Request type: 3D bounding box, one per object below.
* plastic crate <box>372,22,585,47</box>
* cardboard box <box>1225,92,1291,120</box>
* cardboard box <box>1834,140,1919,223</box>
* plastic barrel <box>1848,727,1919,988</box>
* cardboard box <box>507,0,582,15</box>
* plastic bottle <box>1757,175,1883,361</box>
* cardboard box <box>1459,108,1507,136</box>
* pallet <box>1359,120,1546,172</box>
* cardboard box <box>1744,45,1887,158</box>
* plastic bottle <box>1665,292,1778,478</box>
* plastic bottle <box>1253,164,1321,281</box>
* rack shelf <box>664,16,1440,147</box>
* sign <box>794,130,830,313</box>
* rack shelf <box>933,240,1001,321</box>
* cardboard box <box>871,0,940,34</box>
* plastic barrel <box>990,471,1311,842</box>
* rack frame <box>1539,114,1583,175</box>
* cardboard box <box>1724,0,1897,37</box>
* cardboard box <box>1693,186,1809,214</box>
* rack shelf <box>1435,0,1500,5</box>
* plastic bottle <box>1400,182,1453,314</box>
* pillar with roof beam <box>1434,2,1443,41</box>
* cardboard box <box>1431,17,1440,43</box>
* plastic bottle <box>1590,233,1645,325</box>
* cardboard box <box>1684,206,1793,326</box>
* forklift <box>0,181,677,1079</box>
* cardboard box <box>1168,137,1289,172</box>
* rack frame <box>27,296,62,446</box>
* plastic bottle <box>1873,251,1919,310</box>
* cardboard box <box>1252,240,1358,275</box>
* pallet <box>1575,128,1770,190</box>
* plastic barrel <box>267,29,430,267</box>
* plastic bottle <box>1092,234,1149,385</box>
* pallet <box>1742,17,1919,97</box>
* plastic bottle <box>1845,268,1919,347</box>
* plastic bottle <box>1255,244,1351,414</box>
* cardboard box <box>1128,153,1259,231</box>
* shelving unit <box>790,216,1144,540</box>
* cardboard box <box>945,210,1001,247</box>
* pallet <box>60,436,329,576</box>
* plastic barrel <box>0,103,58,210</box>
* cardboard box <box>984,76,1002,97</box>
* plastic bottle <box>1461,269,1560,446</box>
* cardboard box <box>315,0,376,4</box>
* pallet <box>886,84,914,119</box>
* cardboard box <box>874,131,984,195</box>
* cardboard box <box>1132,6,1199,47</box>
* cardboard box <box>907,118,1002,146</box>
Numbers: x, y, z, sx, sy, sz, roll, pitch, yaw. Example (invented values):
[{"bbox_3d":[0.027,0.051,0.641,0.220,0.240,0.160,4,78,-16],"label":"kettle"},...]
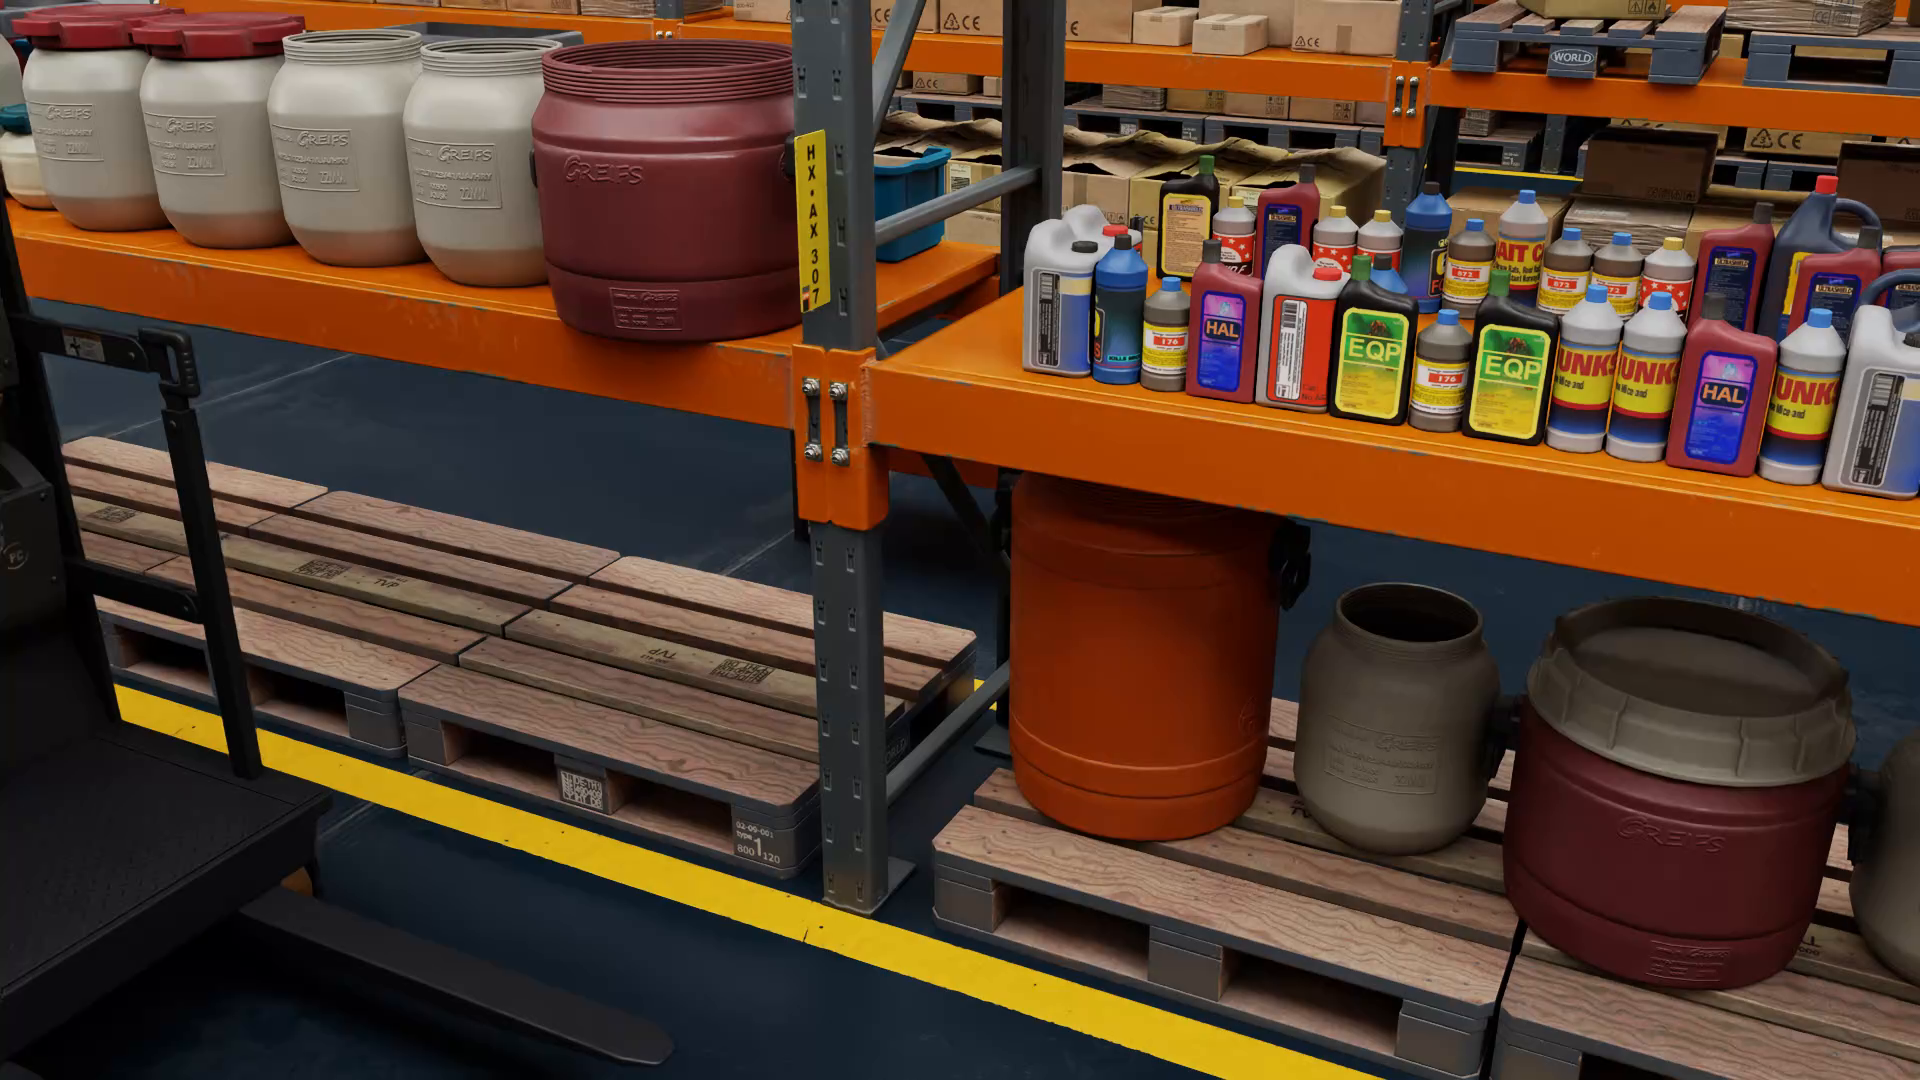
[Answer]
[{"bbox_3d":[-1.336,-1.133,4.500,0.583,0.464,0.402,11,25,25],"label":"plastic crate"},{"bbox_3d":[2.453,-3.628,13.079,0.500,0.500,0.700,12,26,25],"label":"cardboard box"},{"bbox_3d":[4.114,-1.567,7.276,0.500,0.250,0.500,11,25,24],"label":"cardboard box"},{"bbox_3d":[1.964,0.589,3.175,0.421,0.512,0.421,0,23,0],"label":"plastic barrel"},{"bbox_3d":[-2.236,-3.360,9.690,0.500,0.500,0.700,11,25,24],"label":"cardboard box"},{"bbox_3d":[1.664,-0.522,3.207,0.185,0.351,0.144,11,25,25],"label":"plastic bottle"},{"bbox_3d":[3.772,-3.332,12.385,0.500,0.500,0.700,12,26,25],"label":"cardboard box"},{"bbox_3d":[3.741,-3.027,12.597,1.213,0.211,1.003,11,25,25],"label":"pallet"},{"bbox_3d":[5.814,-3.043,11.282,0.750,0.750,0.750,11,25,24],"label":"cardboard box"},{"bbox_3d":[1.219,-0.248,2.650,0.133,0.283,0.061,11,25,25],"label":"plastic bottle"},{"bbox_3d":[0.727,-0.694,3.699,0.133,0.283,0.061,11,25,25],"label":"plastic bottle"},{"bbox_3d":[0.421,-2.463,8.627,4.000,0.370,1.077,11,25,25],"label":"rack shelf"},{"bbox_3d":[-0.274,-0.593,3.103,0.005,0.325,0.100,11,25,25],"label":"sign"},{"bbox_3d":[0.006,-0.786,5.413,1.000,0.278,0.538,11,25,25],"label":"rack shelf"},{"bbox_3d":[-0.216,-2.959,8.746,0.500,0.500,0.500,13,26,28],"label":"cardboard box"},{"bbox_3d":[0.412,0.175,3.743,0.708,0.830,0.600,11,25,25],"label":"plastic barrel"},{"bbox_3d":[4.438,-4.171,11.726,0.127,3.000,1.000,11,25,25],"label":"rack frame"},{"bbox_3d":[3.549,-2.380,6.849,0.500,0.500,0.700,17,28,34],"label":"cardboard box"},{"bbox_3d":[3.608,-1.318,7.649,0.500,0.500,0.500,10,25,23],"label":"cardboard box"},{"bbox_3d":[2.653,-4.194,12.697,4.000,0.370,1.077,11,25,25],"label":"rack shelf"},{"bbox_3d":[0.996,-0.628,3.558,0.097,0.271,0.097,0,23,0],"label":"plastic bottle"},{"bbox_3d":[1.725,-5.960,8.267,0.400,9.000,9.100,11,25,25],"label":"pillar with roof beam"},{"bbox_3d":[3.291,-3.800,12.526,0.500,0.250,0.500,12,26,26],"label":"cardboard box"},{"bbox_3d":[1.343,-0.527,3.410,0.097,0.201,0.097,0,23,0],"label":"plastic bottle"},{"bbox_3d":[3.398,-1.132,7.210,0.500,0.500,0.500,11,25,24],"label":"cardboard box"},{"bbox_3d":[-2.011,-0.379,2.896,3.031,2.935,1.130,11,26,25],"label":"forklift"},{"bbox_3d":[1.398,-1.911,8.672,0.500,0.311,0.500,11,25,23],"label":"cardboard box"},{"bbox_3d":[-3.602,-1.418,5.251,0.127,3.000,1.000,11,25,25],"label":"rack frame"},{"bbox_3d":[1.798,-0.456,3.138,0.133,0.283,0.061,11,25,25],"label":"plastic bottle"},{"bbox_3d":[1.626,-1.376,8.130,0.500,0.250,0.500,12,26,26],"label":"cardboard box"},{"bbox_3d":[5.107,-2.723,11.882,1.213,0.211,1.003,11,25,25],"label":"pallet"},{"bbox_3d":[-1.423,-0.944,3.995,0.421,0.512,0.421,0,23,0],"label":"plastic barrel"},{"bbox_3d":[0.299,-0.433,3.099,0.097,0.271,0.097,0,23,0],"label":"plastic bottle"},{"bbox_3d":[3.944,-2.011,6.890,1.213,0.211,1.003,11,25,25],"label":"pallet"},{"bbox_3d":[1.535,-0.302,2.690,0.185,0.351,0.144,11,25,25],"label":"plastic bottle"},{"bbox_3d":[0.621,-0.383,2.977,0.135,0.276,0.152,11,25,25],"label":"plastic bottle"},{"bbox_3d":[1.161,-1.723,8.228,0.500,0.311,0.500,11,25,24],"label":"cardboard box"},{"bbox_3d":[0.006,-0.516,5.527,1.048,1.125,0.538,11,25,25],"label":"shelving unit"},{"bbox_3d":[0.257,-1.646,8.764,0.500,0.250,0.500,12,26,26],"label":"cardboard box"},{"bbox_3d":[-2.884,-0.009,5.502,1.213,0.211,1.003,11,25,25],"label":"pallet"},{"bbox_3d":[-2.490,-1.067,4.602,0.301,0.262,0.301,0,23,0],"label":"plastic barrel"},{"bbox_3d":[0.377,-3.860,14.053,0.250,0.166,0.380,8,24,18],"label":"cardboard box"},{"bbox_3d":[0.926,-0.306,2.786,0.133,0.283,0.061,11,25,25],"label":"plastic bottle"},{"bbox_3d":[-3.611,-3.632,10.329,0.500,0.500,0.700,11,26,25],"label":"cardboard box"},{"bbox_3d":[-0.840,-3.916,14.688,1.213,0.211,1.003,11,25,25],"label":"pallet"},{"bbox_3d":[-0.201,-1.992,8.861,0.500,0.311,0.500,10,25,23],"label":"cardboard box"},{"bbox_3d":[1.042,-2.531,8.189,0.250,0.149,0.380,13,26,28],"label":"cardboard box"},{"bbox_3d":[0.038,-2.183,9.310,0.500,0.311,0.500,11,25,24],"label":"cardboard box"}]
